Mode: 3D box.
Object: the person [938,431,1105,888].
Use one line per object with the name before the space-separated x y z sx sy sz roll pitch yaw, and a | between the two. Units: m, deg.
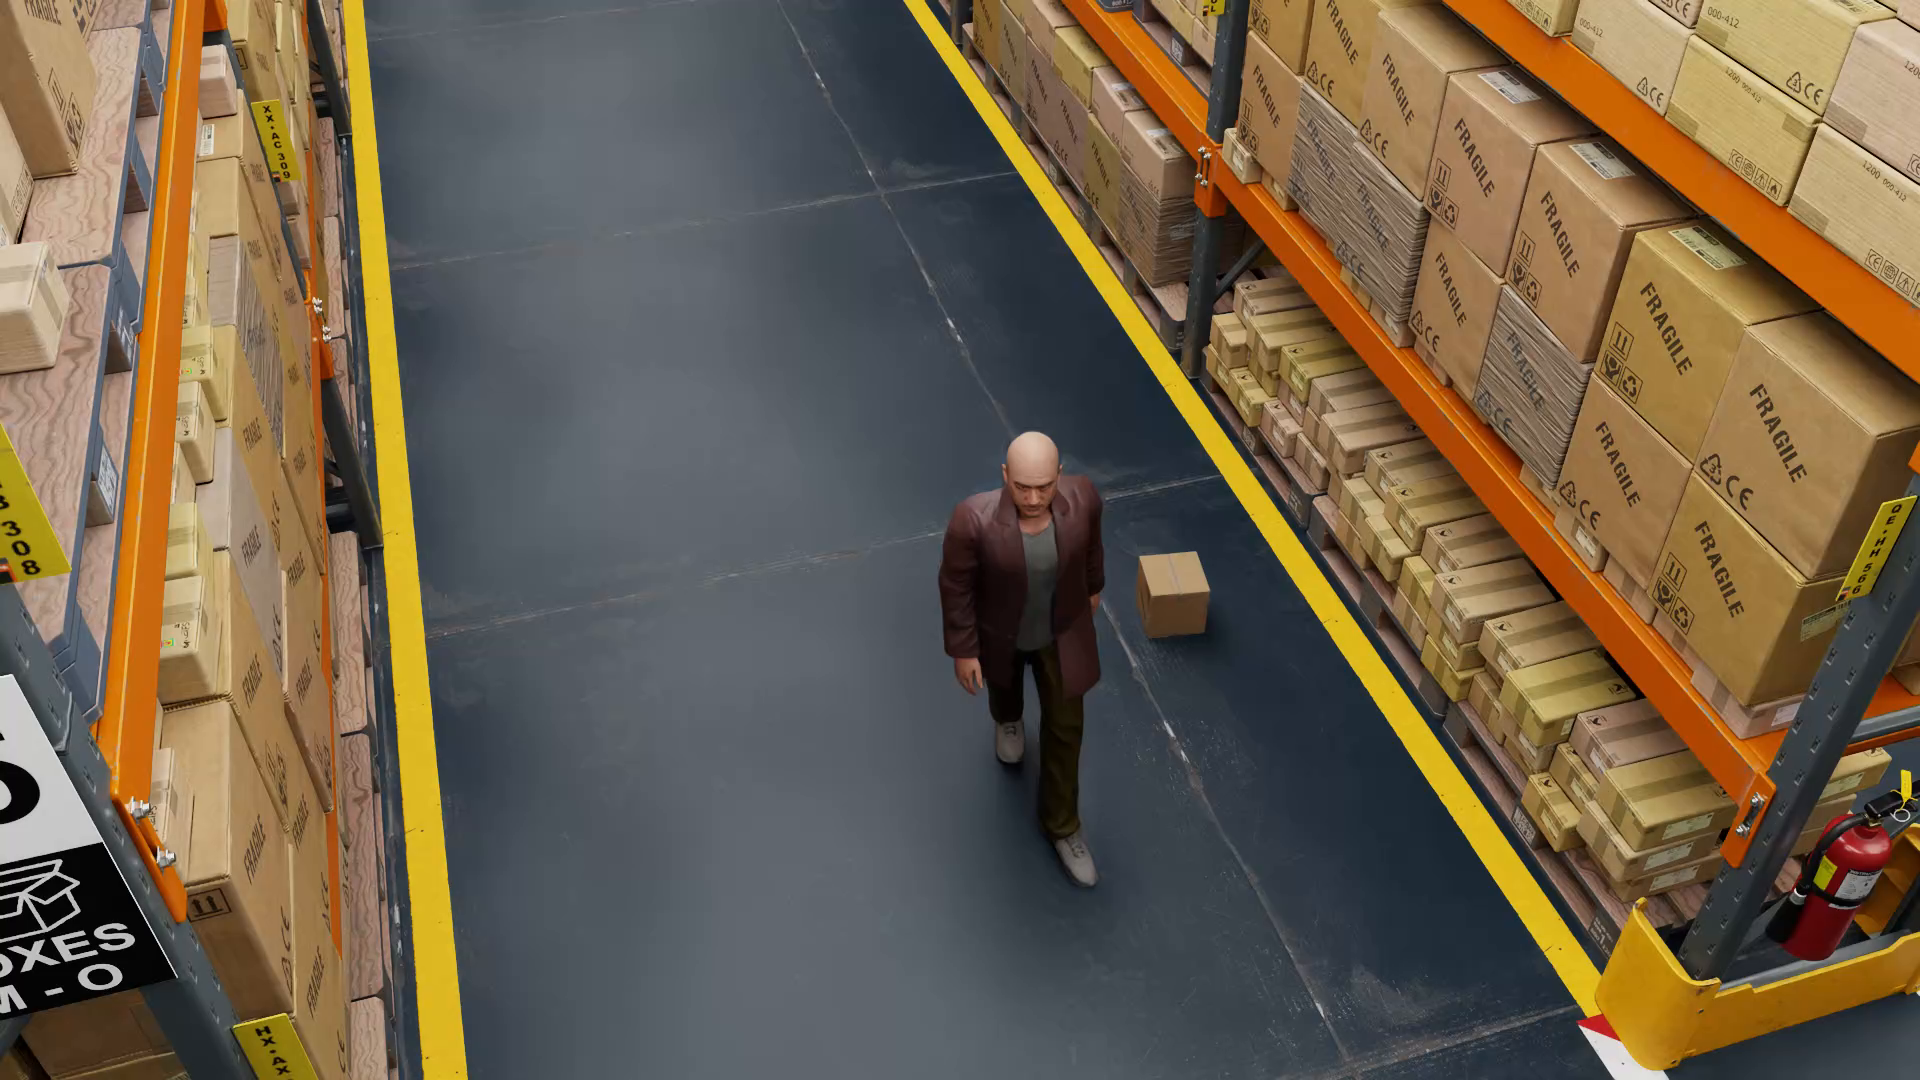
person | 0.232 0.319 5.806 0.615 1.751 0.956 -4 42 -4
